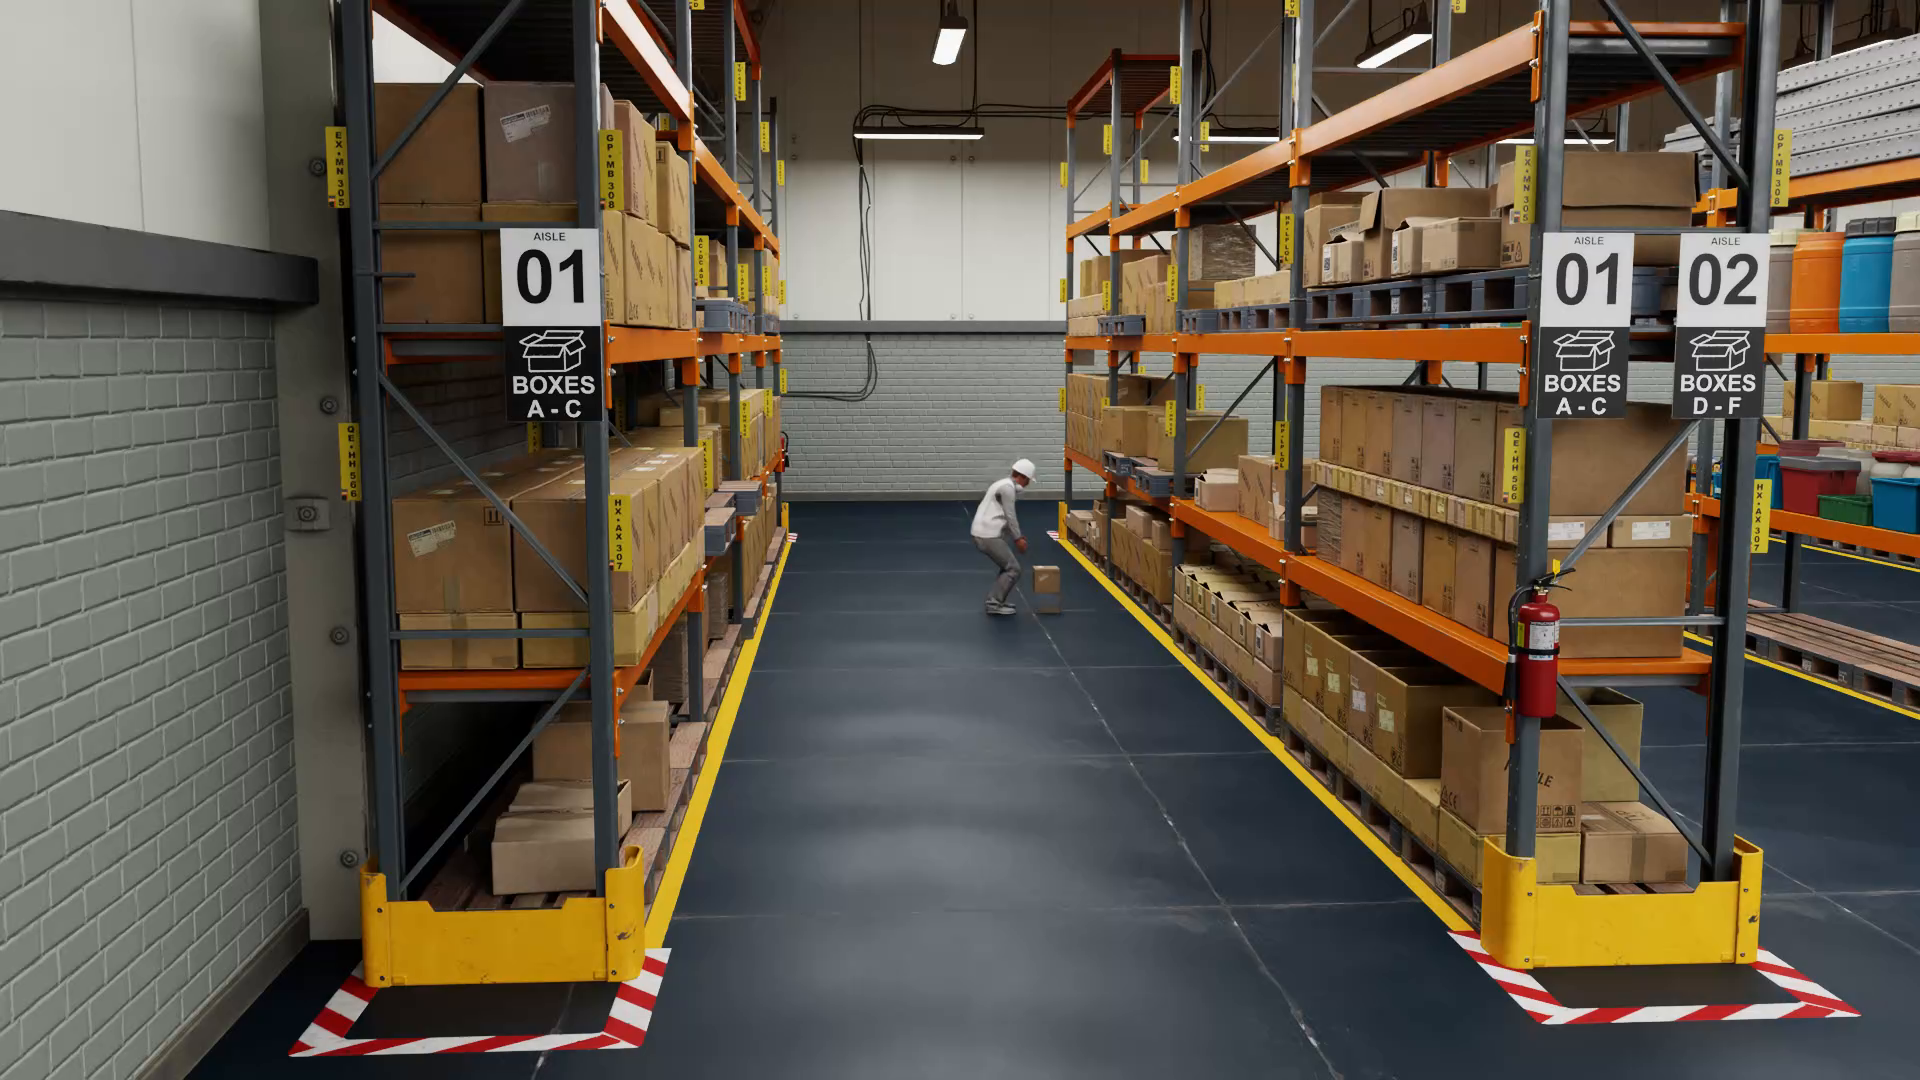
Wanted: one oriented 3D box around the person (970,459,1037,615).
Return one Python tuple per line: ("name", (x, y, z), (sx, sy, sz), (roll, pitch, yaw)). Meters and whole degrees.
("person", (0.443, -0.041, 16.914), (0.671, 1.560, 0.588), (0, 7, -3))
